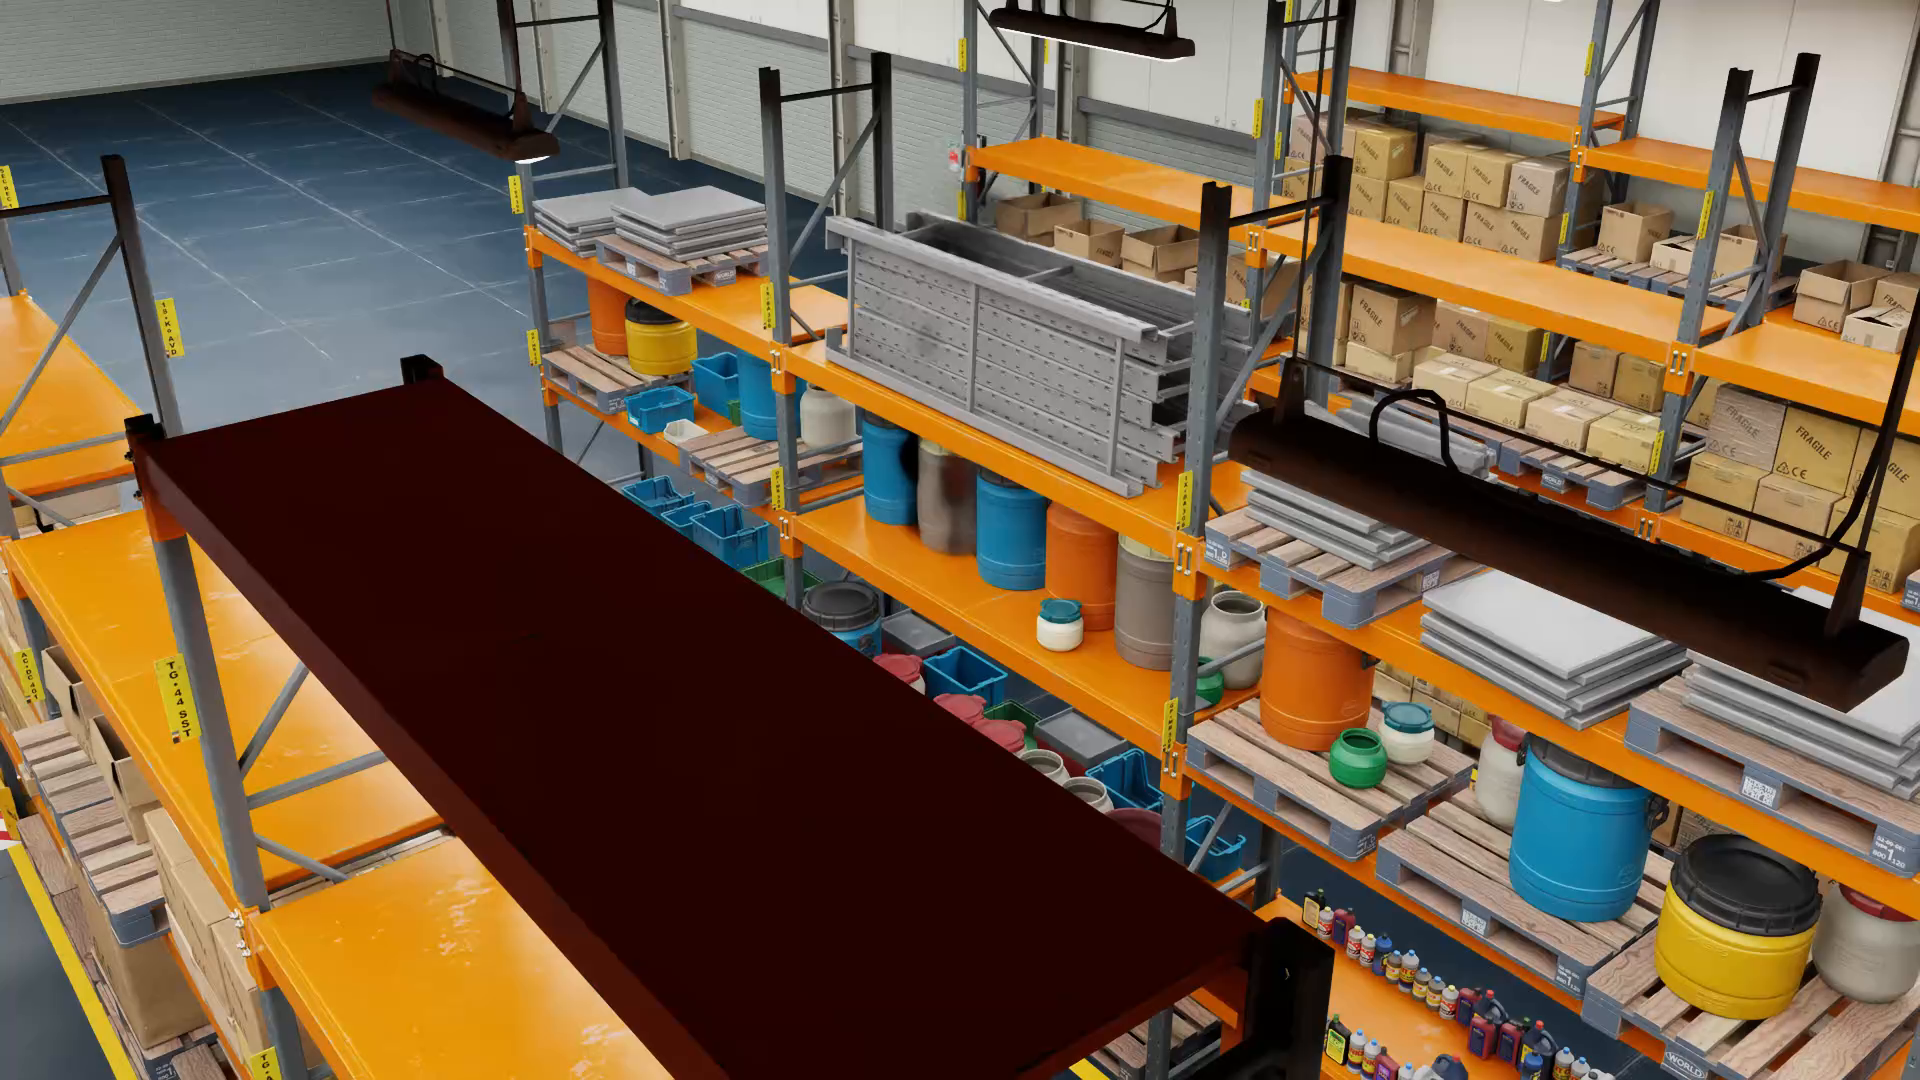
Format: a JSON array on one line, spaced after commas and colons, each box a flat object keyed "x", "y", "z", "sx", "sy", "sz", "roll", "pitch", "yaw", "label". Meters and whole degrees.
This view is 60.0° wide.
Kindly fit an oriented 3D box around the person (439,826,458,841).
[{"x": -3.219, "y": 2.387, "z": 10.903, "sx": 0.670, "sy": 1.575, "sz": 0.571, "roll": 23, "pitch": 34, "yaw": 39, "label": "person"}]
